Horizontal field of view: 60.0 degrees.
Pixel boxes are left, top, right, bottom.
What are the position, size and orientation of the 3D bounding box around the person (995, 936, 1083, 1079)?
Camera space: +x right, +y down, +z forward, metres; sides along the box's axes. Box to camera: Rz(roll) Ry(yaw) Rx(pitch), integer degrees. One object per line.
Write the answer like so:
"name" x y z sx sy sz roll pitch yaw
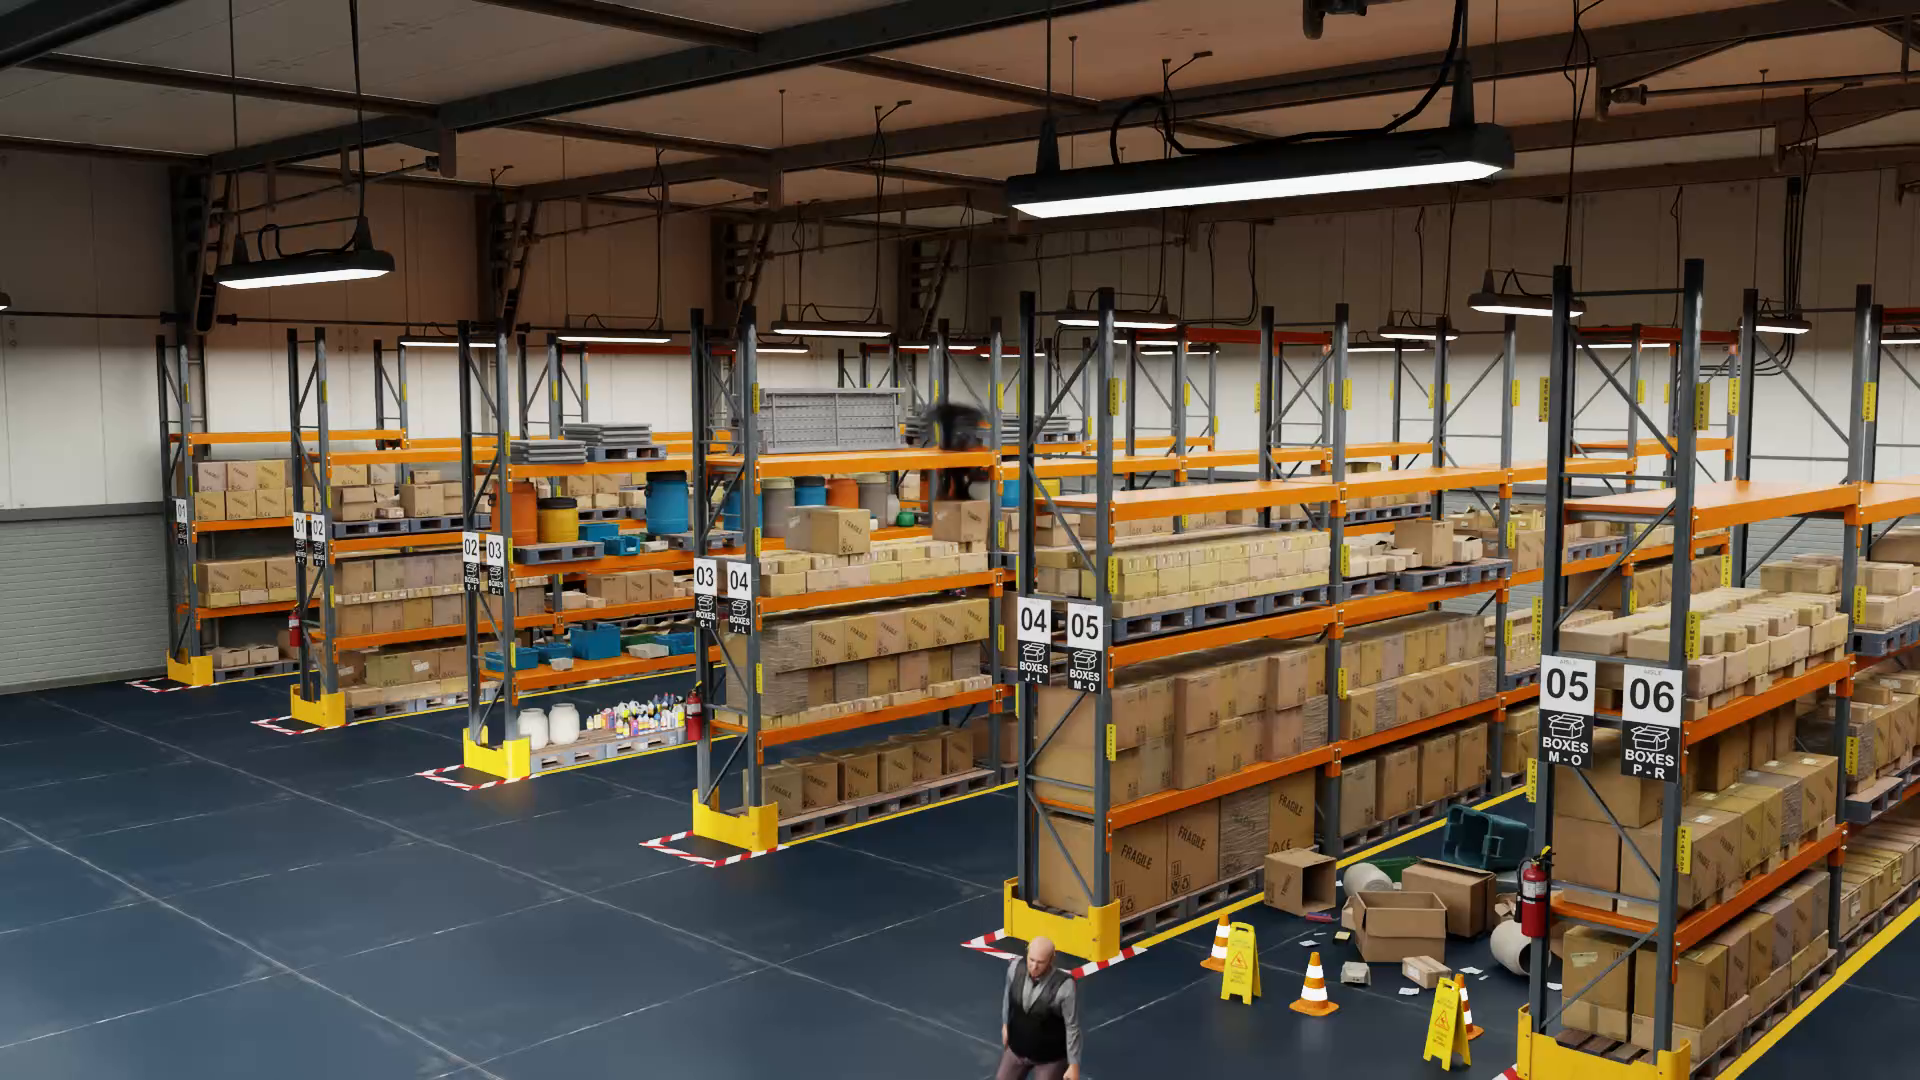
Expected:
"person" 0.513 3.319 10.893 0.789 1.640 0.623 3 6 33
